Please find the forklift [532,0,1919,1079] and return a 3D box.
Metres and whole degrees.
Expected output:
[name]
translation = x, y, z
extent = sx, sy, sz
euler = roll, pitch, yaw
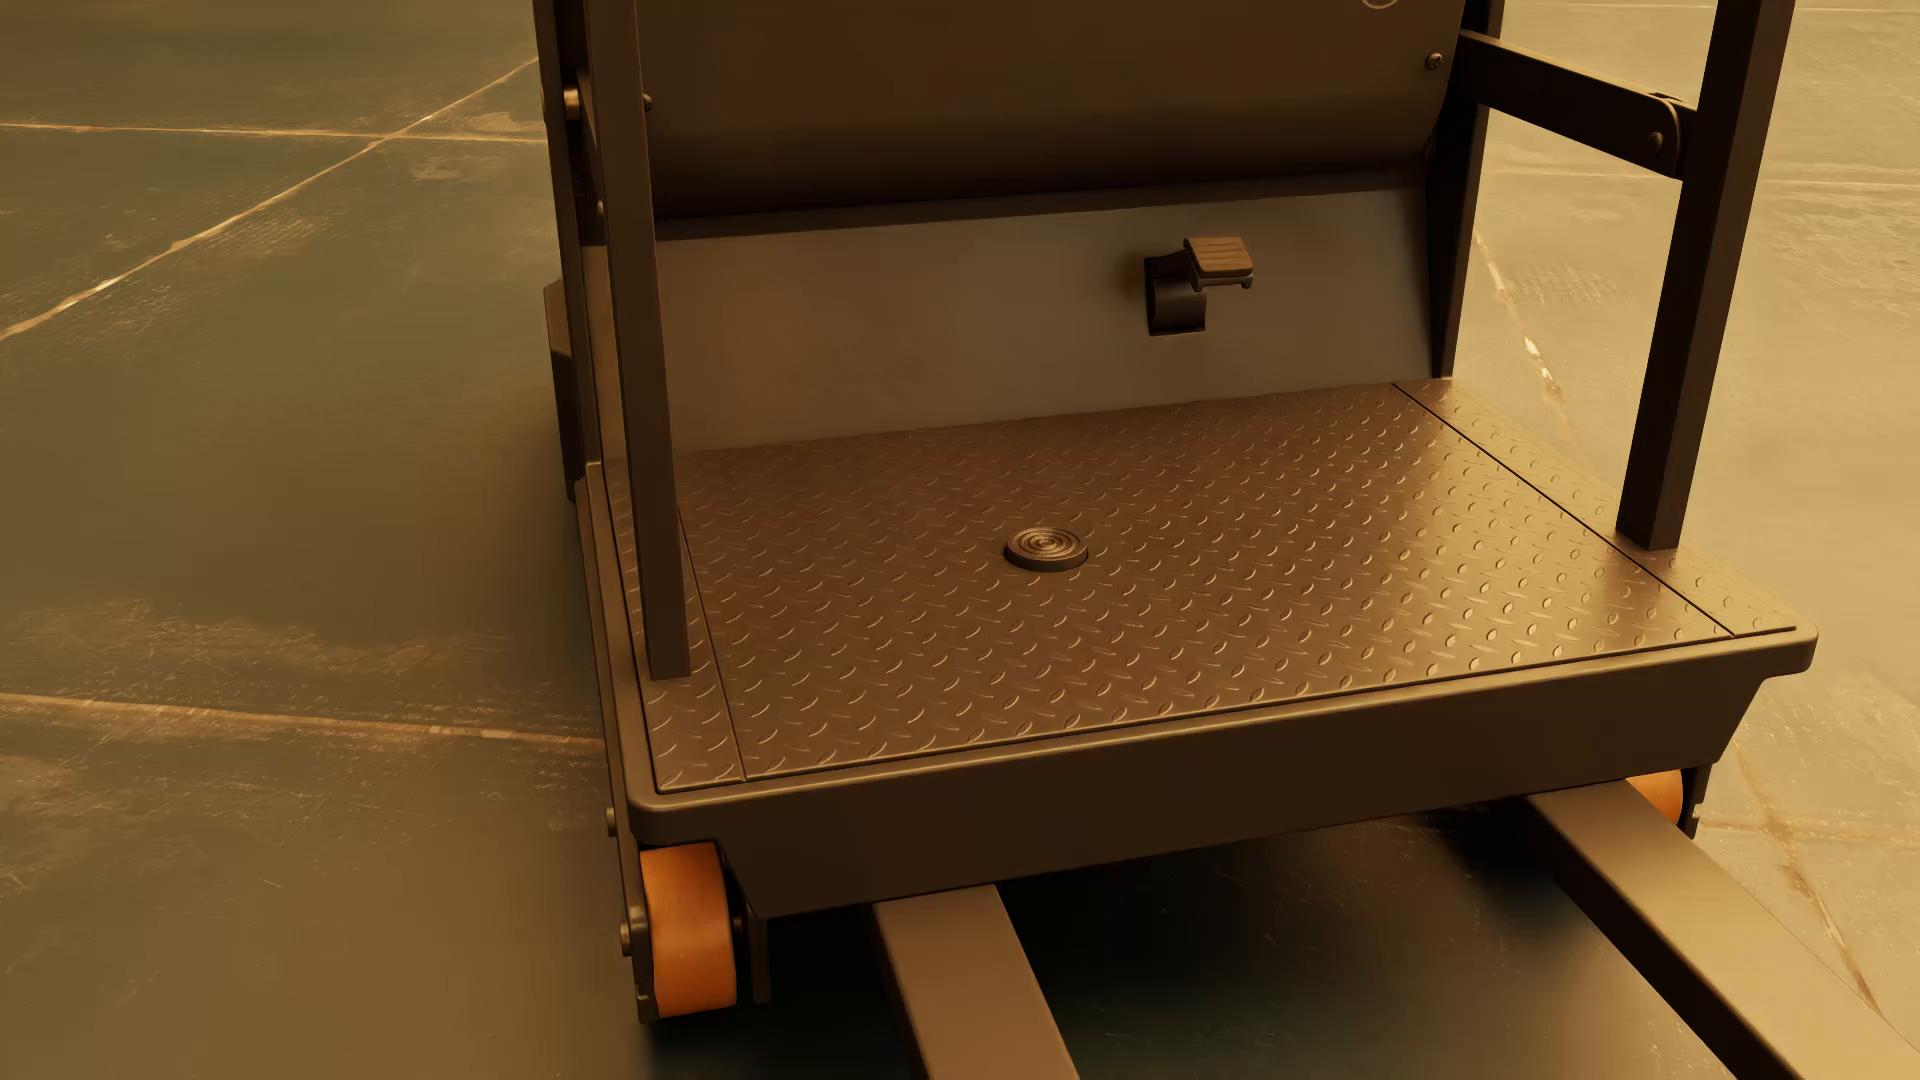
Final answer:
[forklift]
translation = 0.153, -1.049, 1.319
extent = 1.130, 2.935, 3.031
euler = -7, 27, -13
